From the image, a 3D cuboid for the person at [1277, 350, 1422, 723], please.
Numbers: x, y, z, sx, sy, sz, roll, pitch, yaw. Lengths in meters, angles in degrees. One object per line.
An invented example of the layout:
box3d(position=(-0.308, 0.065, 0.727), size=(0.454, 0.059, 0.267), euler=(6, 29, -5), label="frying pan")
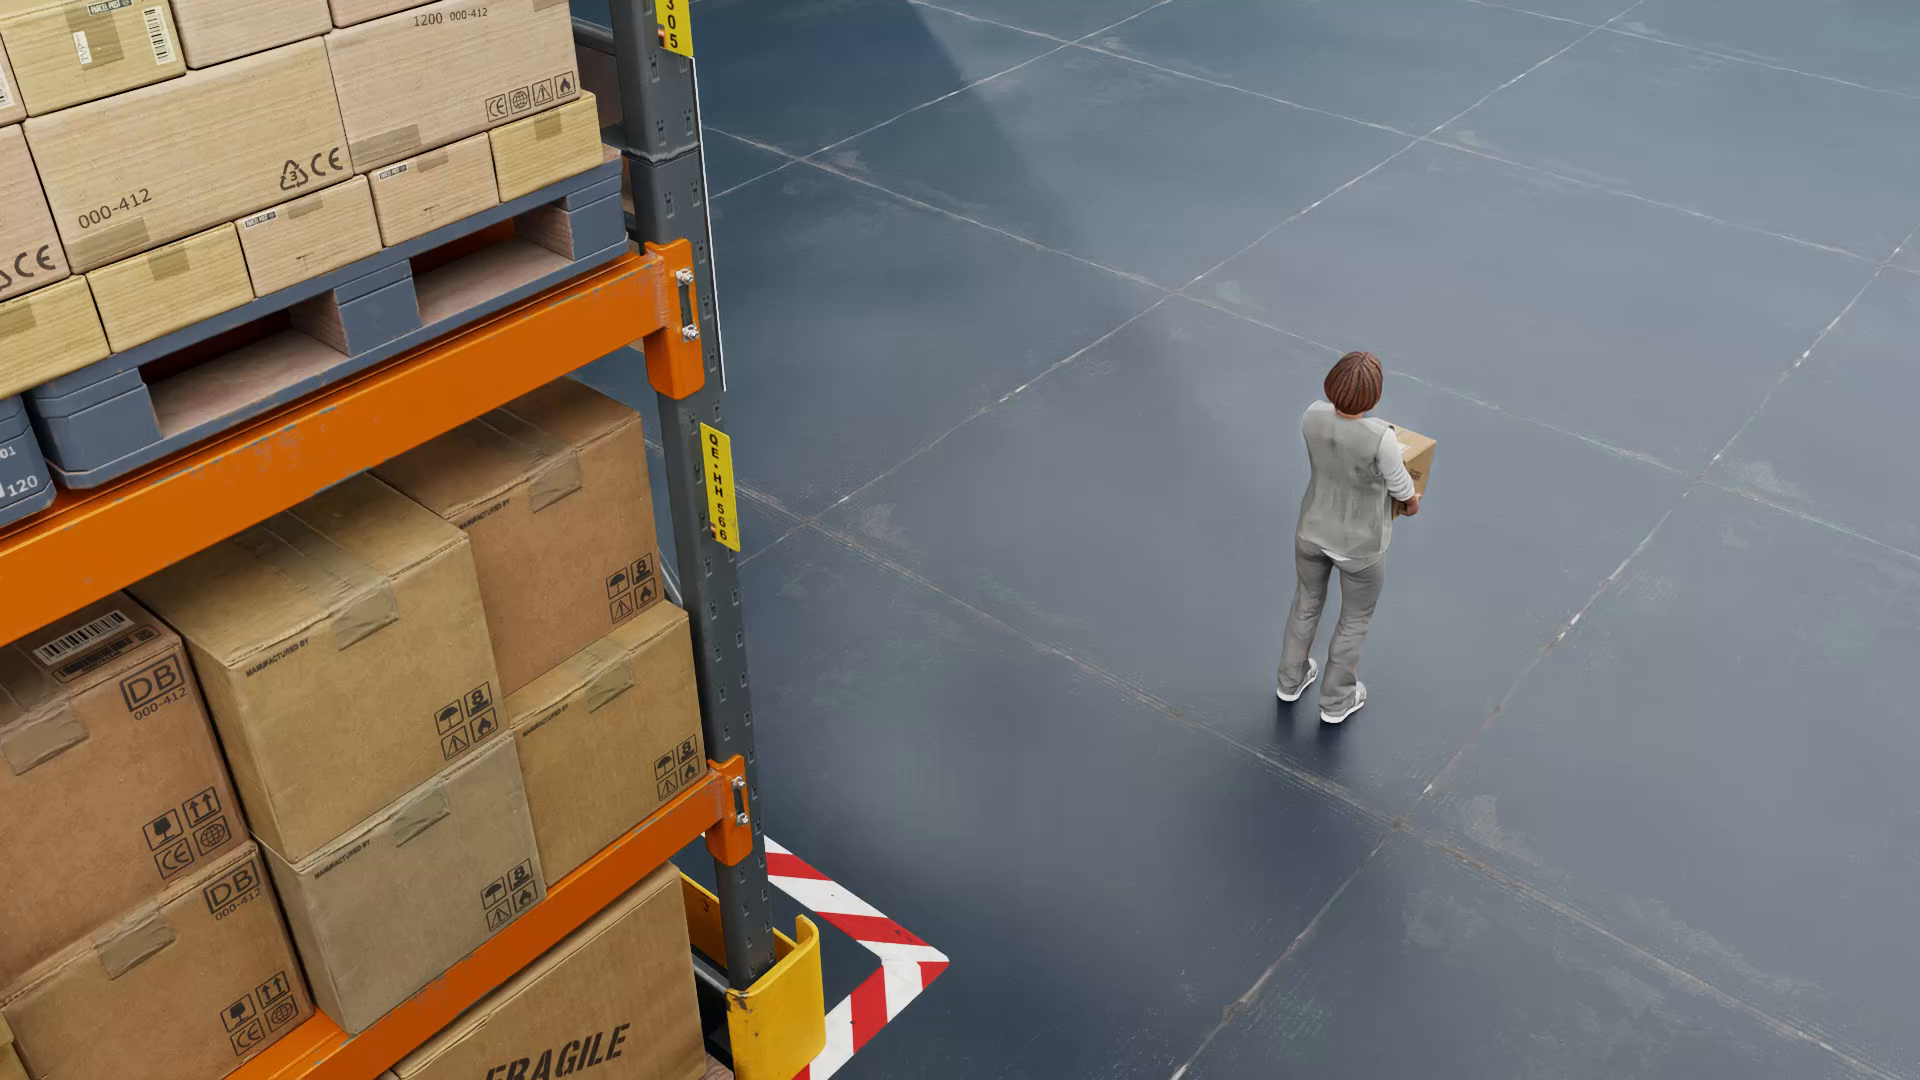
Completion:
box3d(position=(1.469, -0.047, 6.225), size=(0.406, 1.588, 0.497), euler=(26, 43, 32), label="person")
